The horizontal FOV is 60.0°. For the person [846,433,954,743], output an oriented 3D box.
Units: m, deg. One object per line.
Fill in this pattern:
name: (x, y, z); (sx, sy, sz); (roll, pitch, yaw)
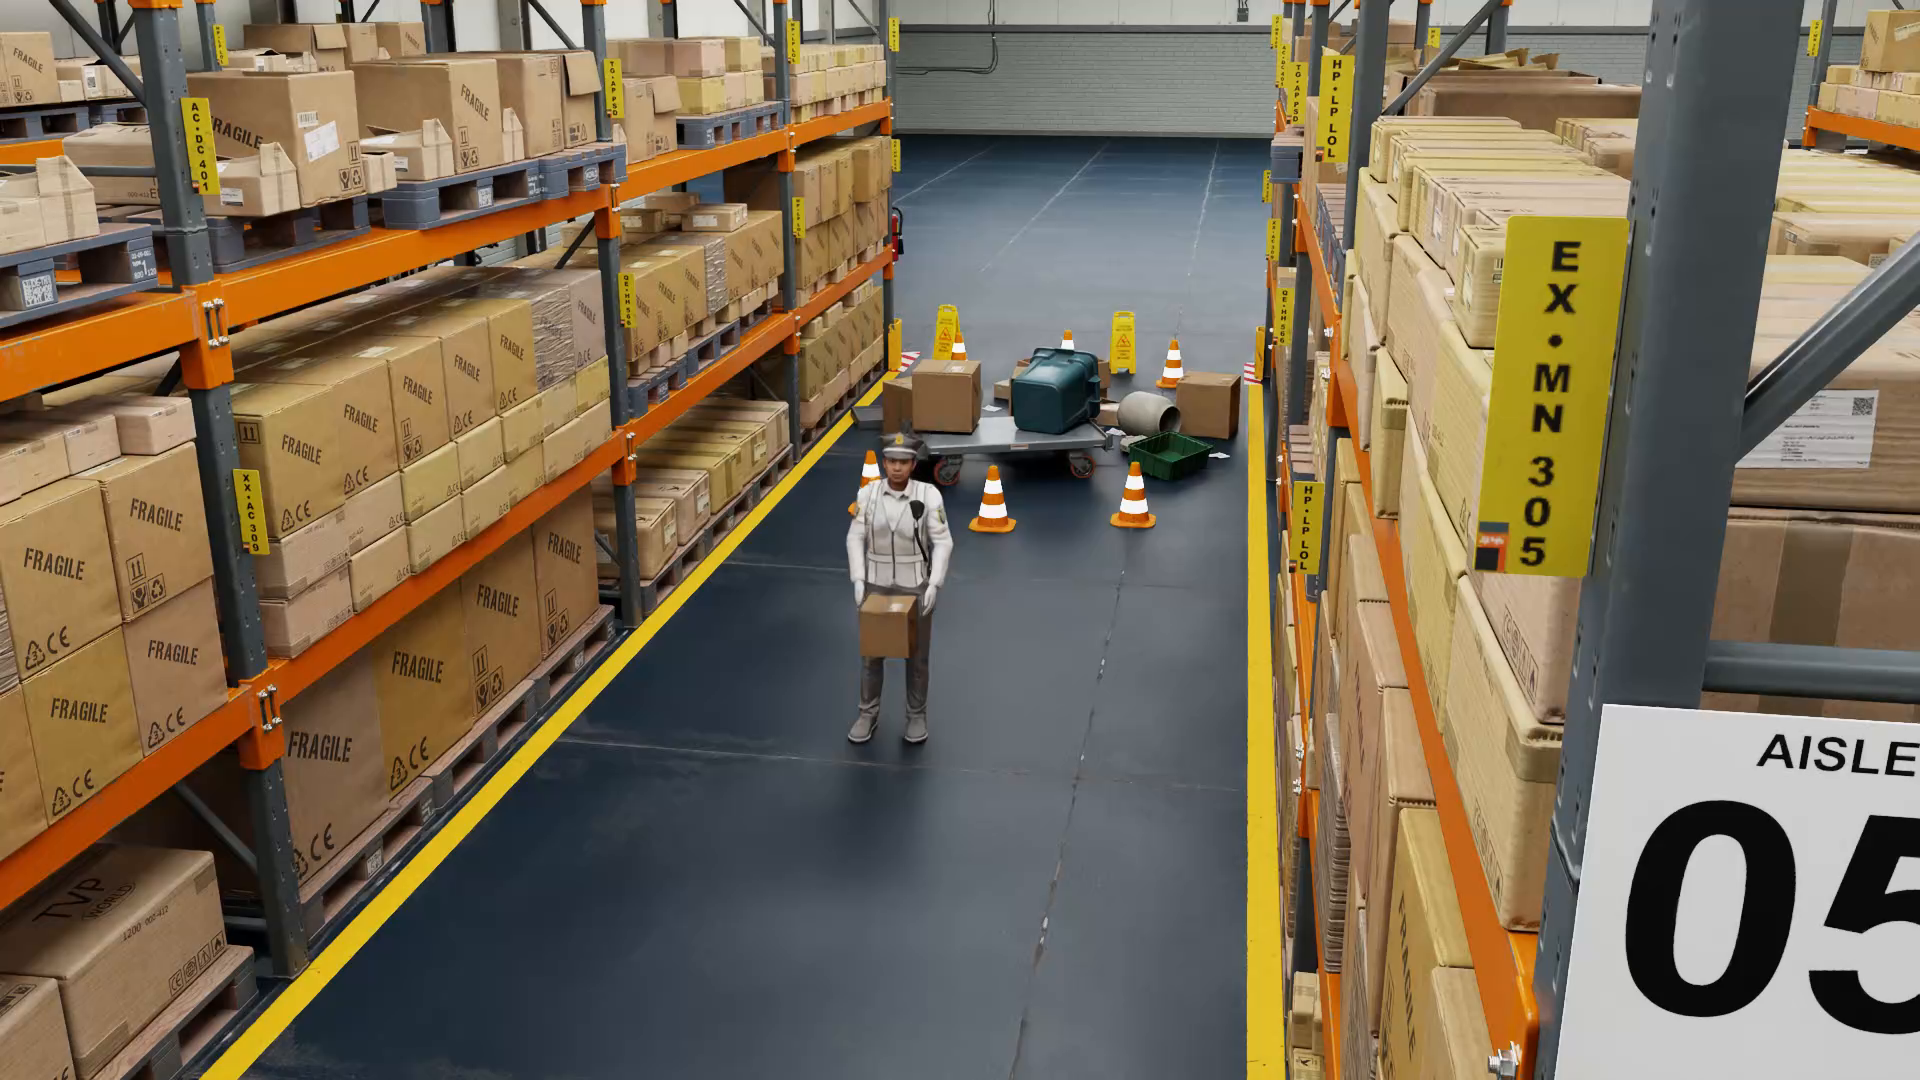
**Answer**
person: (-0.324, 0.252, 8.721); (0.568, 1.694, 0.387); (3, 18, 9)
